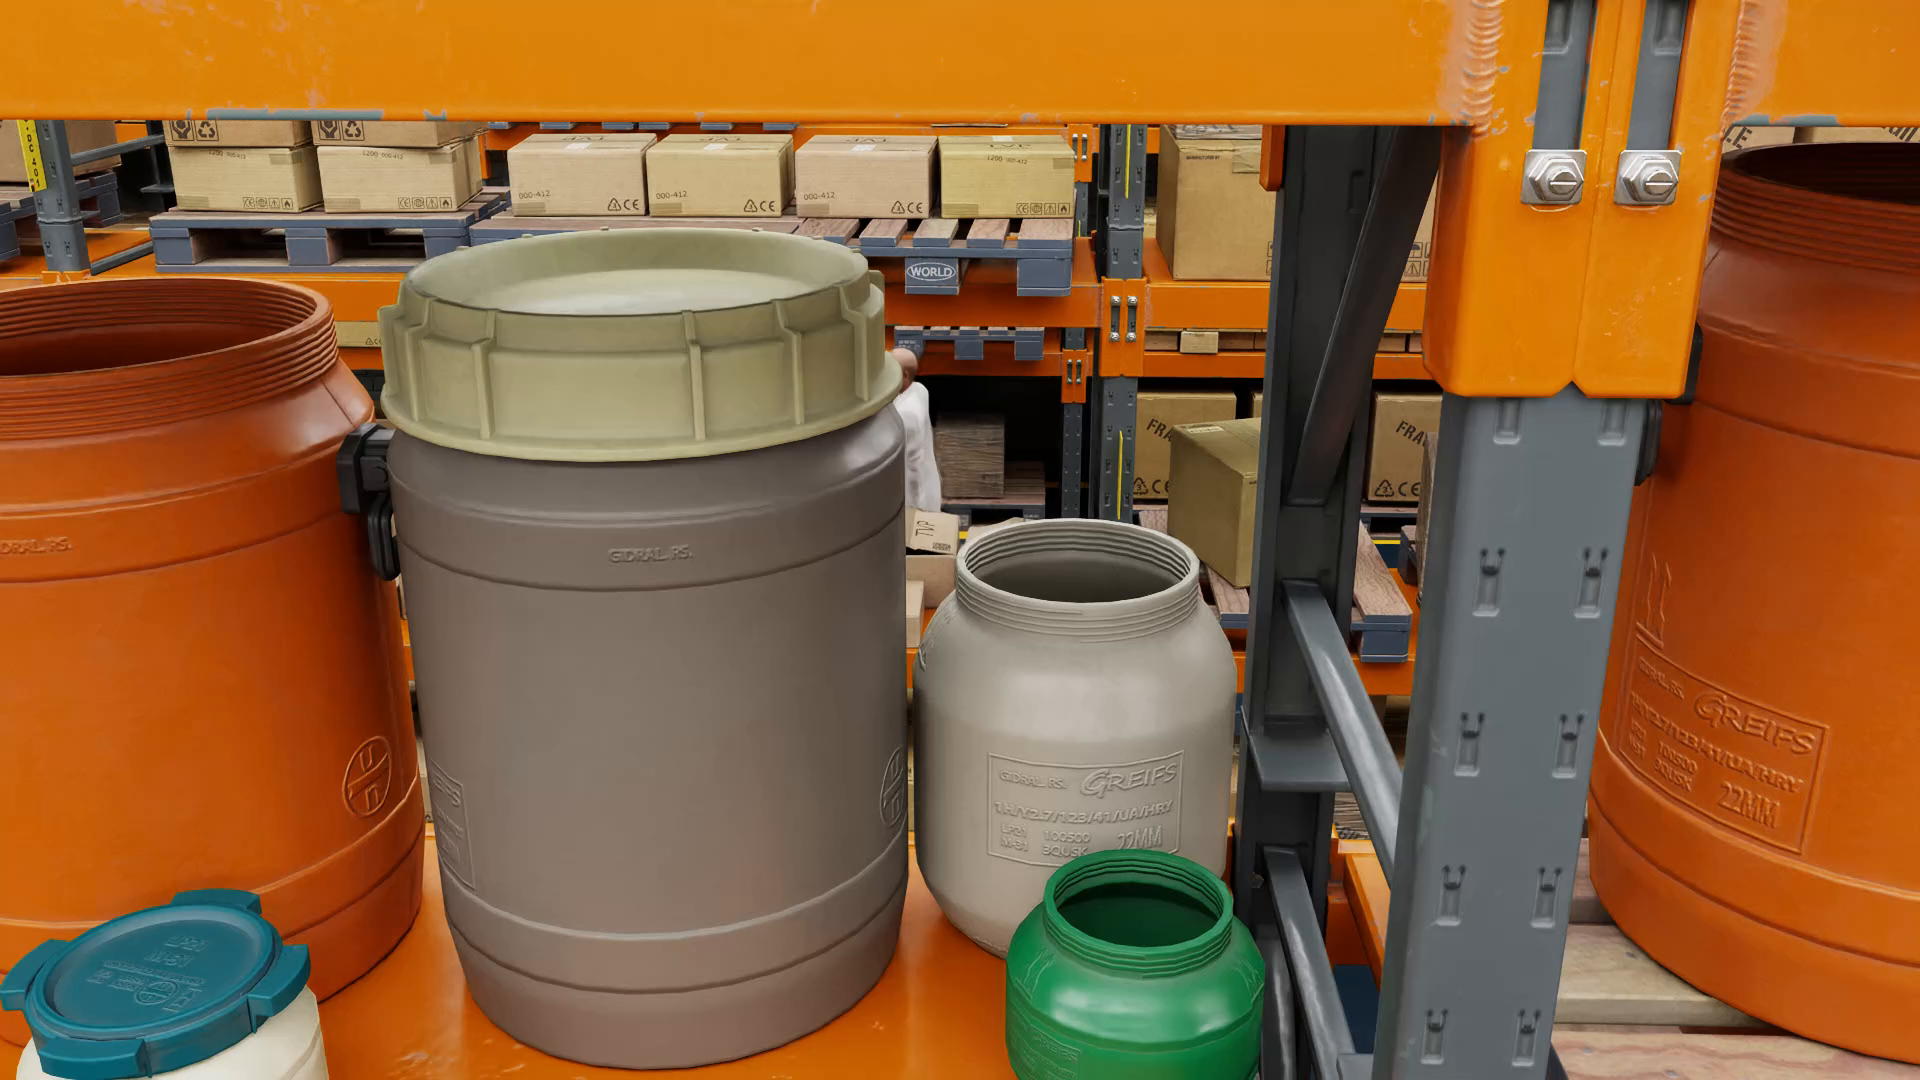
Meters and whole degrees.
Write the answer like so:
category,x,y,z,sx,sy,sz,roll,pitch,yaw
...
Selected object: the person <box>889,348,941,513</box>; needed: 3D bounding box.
category,x,y,z,sx,sy,sz,roll,pitch,yaw
person,-0.216,-0.280,9.826,0.578,1.772,0.628,0,20,0
